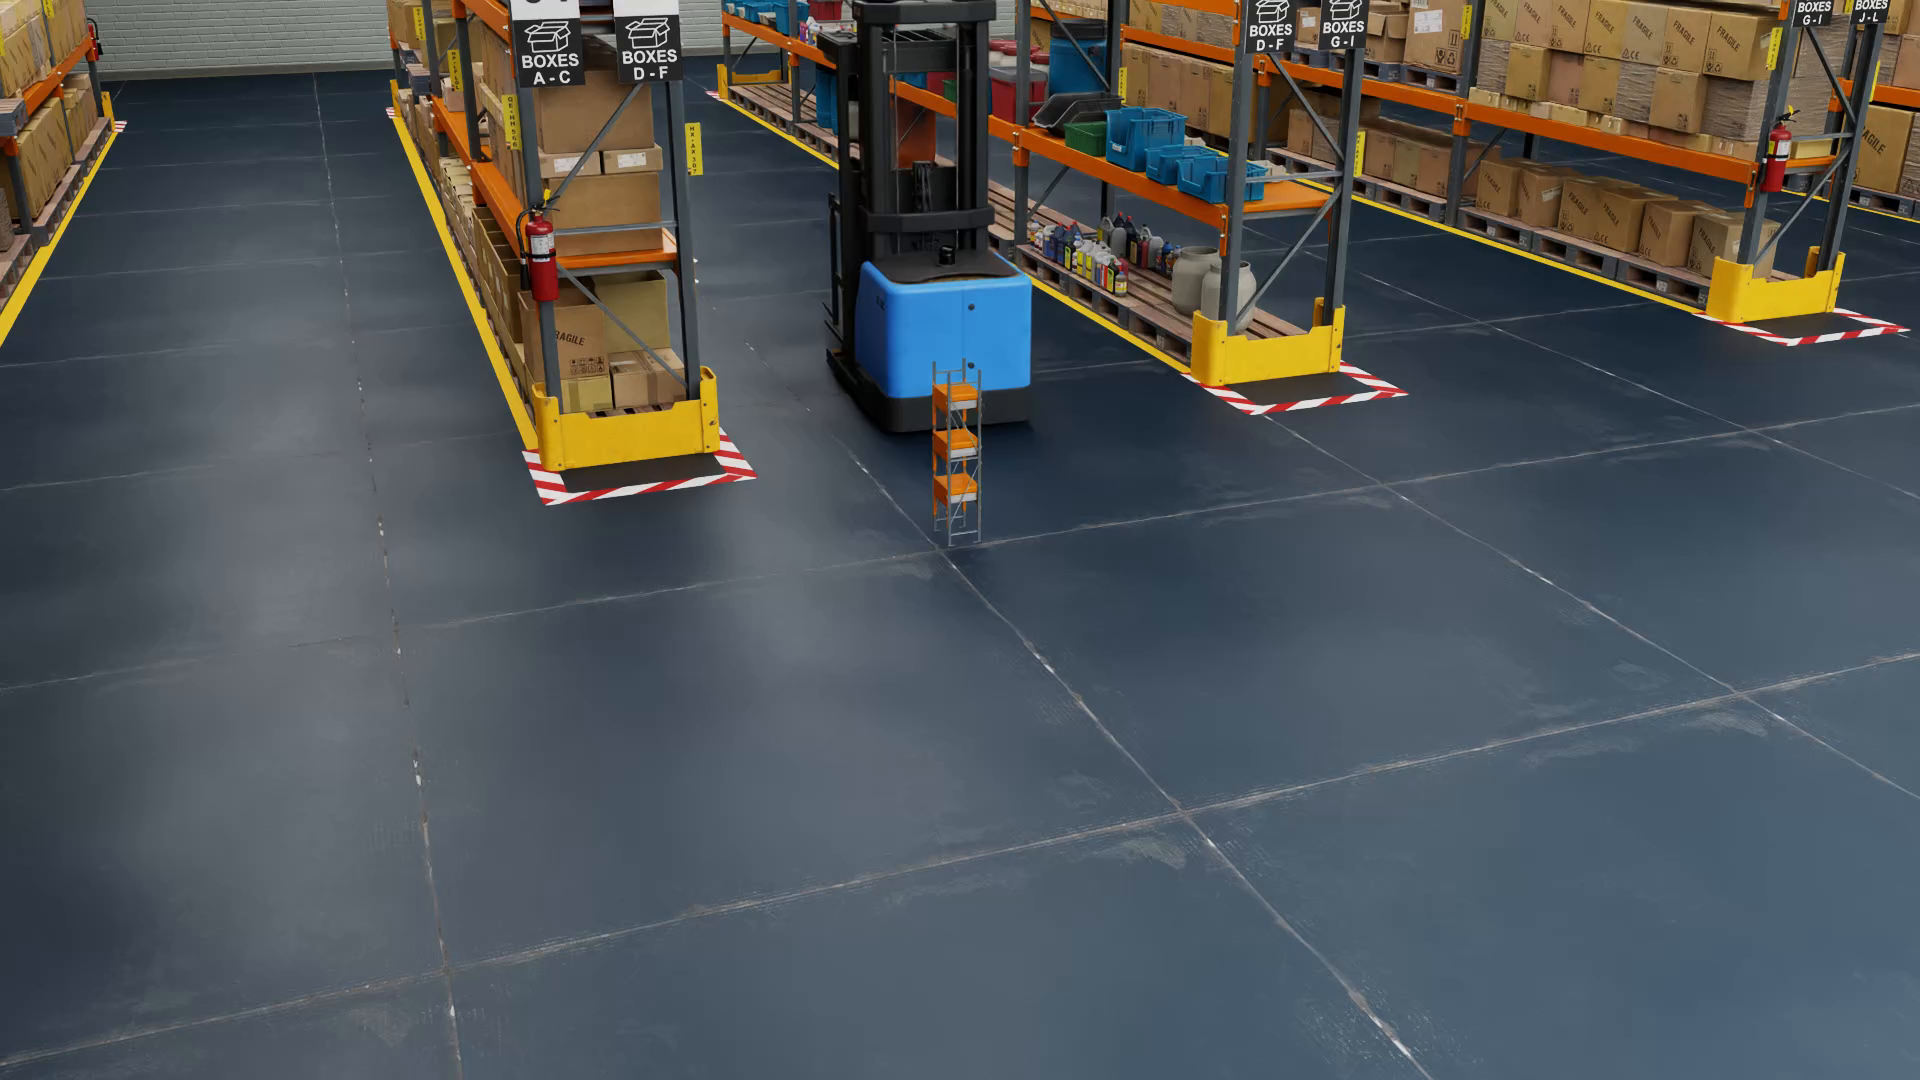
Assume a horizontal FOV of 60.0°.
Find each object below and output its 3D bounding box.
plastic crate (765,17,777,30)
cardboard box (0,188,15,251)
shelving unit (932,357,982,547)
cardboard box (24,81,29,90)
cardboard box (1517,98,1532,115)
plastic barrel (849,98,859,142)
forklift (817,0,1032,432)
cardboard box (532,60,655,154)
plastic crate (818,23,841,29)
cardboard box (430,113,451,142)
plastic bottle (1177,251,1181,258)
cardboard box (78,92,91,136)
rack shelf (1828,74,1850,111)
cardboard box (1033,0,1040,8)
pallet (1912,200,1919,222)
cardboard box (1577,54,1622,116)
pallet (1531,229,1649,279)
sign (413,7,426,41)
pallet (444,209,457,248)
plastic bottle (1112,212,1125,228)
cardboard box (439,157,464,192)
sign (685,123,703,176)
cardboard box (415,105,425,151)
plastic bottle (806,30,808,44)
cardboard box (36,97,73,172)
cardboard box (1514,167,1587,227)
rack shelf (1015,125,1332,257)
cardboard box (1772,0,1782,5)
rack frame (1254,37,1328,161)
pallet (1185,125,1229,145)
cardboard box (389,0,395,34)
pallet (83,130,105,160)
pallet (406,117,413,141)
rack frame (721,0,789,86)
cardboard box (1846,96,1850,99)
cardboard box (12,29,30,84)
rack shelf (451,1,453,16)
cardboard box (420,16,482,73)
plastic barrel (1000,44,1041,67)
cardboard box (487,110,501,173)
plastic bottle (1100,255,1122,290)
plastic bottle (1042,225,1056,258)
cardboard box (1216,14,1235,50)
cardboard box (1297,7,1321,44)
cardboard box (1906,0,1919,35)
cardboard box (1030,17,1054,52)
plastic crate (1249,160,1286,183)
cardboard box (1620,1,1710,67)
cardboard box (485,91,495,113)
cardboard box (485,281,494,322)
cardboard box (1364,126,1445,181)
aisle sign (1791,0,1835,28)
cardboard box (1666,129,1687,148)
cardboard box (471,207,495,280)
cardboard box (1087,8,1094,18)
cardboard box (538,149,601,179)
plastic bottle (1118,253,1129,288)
[{"bbox_3d":[-2.464,-7.281,23.441,0.437,0.125,0.590,-8,24,-19],"label":"plastic crate"},{"bbox_3d":[-9.369,-2.994,15.644,0.700,0.500,0.500,-8,24,-18],"label":"cardboard box"},{"bbox_3d":[-0.019,-0.503,9.592,0.215,1.050,0.252,-8,24,-19],"label":"shelving unit"},{"bbox_3d":[-10.210,-4.895,17.800,0.380,0.149,0.250,-8,24,-17],"label":"cardboard box"},{"bbox_3d":[5.725,-4.279,16.364,0.380,0.149,0.250,-8,24,-19],"label":"cardboard box"},{"bbox_3d":[-1.275,-5.383,21.322,0.421,0.512,0.421,0,23,0],"label":"plastic barrel"},{"bbox_3d":[-0.401,-2.626,12.208,1.130,2.935,3.031,-6,24,-15],"label":"forklift"},{"bbox_3d":[-2.385,-2.807,10.748,0.700,0.500,0.500,-8,24,-19],"label":"cardboard box"},{"bbox_3d":[-1.848,-7.106,23.009,0.396,0.136,0.243,-8,24,-19],"label":"plastic crate"},{"bbox_3d":[-5.613,-4.603,18.495,0.500,0.250,0.500,-7,24,-17],"label":"cardboard box"},{"bbox_3d":[1.952,-2.422,14.581,0.097,0.271,0.097,0,23,0],"label":"plastic bottle"},{"bbox_3d":[-11.802,-5.541,21.713,0.700,0.500,0.500,-9,25,-21],"label":"cardboard box"},{"bbox_3d":[9.612,-5.822,20.628,1.077,0.370,4.000,-8,24,-19],"label":"rack shelf"},{"bbox_3d":[1.403,-8.668,26.776,0.380,0.149,0.250,-9,24,-20],"label":"cardboard box"},{"bbox_3d":[10.949,-3.411,17.572,1.003,0.211,1.213,-8,24,-19],"label":"pallet"},{"bbox_3d":[6.296,-4.253,15.467,0.875,0.500,0.500,-8,24,-19],"label":"cardboard box"},{"bbox_3d":[6.348,-2.815,16.158,1.003,0.211,1.213,-8,24,-19],"label":"pallet"},{"bbox_3d":[-5.544,-5.298,17.070,0.100,0.325,0.005,-8,24,-19],"label":"sign"},{"bbox_3d":[-4.785,-3.290,17.283,1.003,0.211,1.213,-8,24,-19],"label":"pallet"},{"bbox_3d":[1.506,-2.891,15.592,0.144,0.351,0.185,-9,24,-20],"label":"plastic bottle"},{"bbox_3d":[-5.129,-3.833,17.260,0.500,0.311,0.500,-7,24,-17],"label":"cardboard box"},{"bbox_3d":[-1.692,-2.482,10.559,0.100,0.325,0.005,-8,24,-19],"label":"sign"},{"bbox_3d":[-6.510,-5.174,20.816,0.500,0.500,0.500,-9,25,-21],"label":"cardboard box"},{"bbox_3d":[-1.982,-6.639,21.896,0.097,0.201,0.097,0,23,0],"label":"plastic bottle"},{"bbox_3d":[-10.734,-4.636,19.114,0.750,0.750,0.750,-8,24,-18],"label":"cardboard box"},{"bbox_3d":[5.956,-3.467,16.792,0.500,0.500,0.500,-1,23,-2],"label":"cardboard box"},{"bbox_3d":[1.716,-3.046,14.040,1.077,0.370,4.000,-8,24,-19],"label":"rack shelf"},{"bbox_3d":[9.954,-6.300,19.420,0.700,0.500,0.500,-9,24,-20],"label":"cardboard box"},{"bbox_3d":[4.230,-6.237,20.685,1.000,3.000,0.127,-8,24,-19],"label":"rack frame"},{"bbox_3d":[3.594,-5.691,22.981,1.003,0.211,1.213,-8,24,-19],"label":"pallet"},{"bbox_3d":[-7.594,-7.265,22.996,0.500,0.500,0.500,-8,24,-19],"label":"cardboard box"},{"bbox_3d":[-11.716,-5.097,21.572,1.003,0.211,1.213,-8,24,-19],"label":"pallet"},{"bbox_3d":[-7.129,-5.741,23.100,1.003,0.211,1.213,-8,24,-19],"label":"pallet"},{"bbox_3d":[-3.230,-8.464,25.970,1.000,3.000,0.127,-8,24,-19],"label":"rack frame"},{"bbox_3d":[13.334,-7.073,24.865,0.875,0.875,0.875,-9,24,-19],"label":"cardboard box"},{"bbox_3d":[-9.955,-4.974,17.152,0.500,0.500,0.500,-8,24,-19],"label":"cardboard box"},{"bbox_3d":[-4.333,-5.203,15.297,1.077,0.370,4.000,-8,24,-19],"label":"rack shelf"},{"bbox_3d":[-5.367,-5.332,17.869,0.700,0.500,0.500,-18,29,-36],"label":"cardboard box"},{"bbox_3d":[0.617,-4.811,17.127,0.433,0.535,0.433,0,23,0],"label":"plastic barrel"},{"bbox_3d":[-3.464,-3.311,13.616,0.700,0.500,0.500,-9,24,-20],"label":"cardboard box"},{"bbox_3d":[1.300,-2.301,14.287,0.152,0.276,0.135,-8,24,-19],"label":"plastic bottle"},{"bbox_3d":[0.851,-2.762,15.381,0.152,0.276,0.135,-7,24,-17],"label":"plastic bottle"},{"bbox_3d":[3.653,-6.610,21.442,0.500,0.500,0.500,-9,24,-19],"label":"cardboard box"},{"bbox_3d":[4.458,-6.286,20.132,0.500,0.500,0.500,-12,25,-25],"label":"cardboard box"},{"bbox_3d":[10.720,-5.671,17.760,0.875,0.550,0.550,-8,24,-19],"label":"cardboard box"},{"bbox_3d":[1.704,-8.137,27.387,0.875,0.875,0.875,-8,24,-19],"label":"cardboard box"},{"bbox_3d":[2.407,-2.898,13.104,0.298,0.136,0.250,-8,24,-19],"label":"plastic crate"},{"bbox_3d":[6.274,-4.503,14.772,0.500,0.500,0.500,-8,24,-19],"label":"cardboard box"},{"bbox_3d":[-3.531,-3.462,13.137,0.380,0.149,0.250,-9,24,-20],"label":"cardboard box"},{"bbox_3d":[-3.574,-1.960,13.537,0.500,0.250,0.500,-8,24,-19],"label":"cardboard box"},{"bbox_3d":[5.097,-4.439,19.073,0.700,0.500,0.500,-11,25,-24],"label":"cardboard box"},{"bbox_3d":[6.797,-4.464,13.133,0.394,0.787,0.004,-8,24,-19],"label":"aisle sign"},{"bbox_3d":[6.464,-3.557,14.651,0.380,0.149,0.250,-8,24,-19],"label":"cardboard box"},{"bbox_3d":[-3.755,-2.486,13.821,0.500,0.500,0.500,-8,24,-19],"label":"cardboard box"},{"bbox_3d":[2.130,-7.921,25.004,0.380,0.149,0.250,-8,24,-18],"label":"cardboard box"},{"bbox_3d":[-2.526,-2.430,10.689,0.380,0.149,0.250,-9,24,-20],"label":"cardboard box"},{"bbox_3d":[1.399,-2.319,14.320,0.061,0.283,0.133,-8,24,-19],"label":"plastic bottle"}]
